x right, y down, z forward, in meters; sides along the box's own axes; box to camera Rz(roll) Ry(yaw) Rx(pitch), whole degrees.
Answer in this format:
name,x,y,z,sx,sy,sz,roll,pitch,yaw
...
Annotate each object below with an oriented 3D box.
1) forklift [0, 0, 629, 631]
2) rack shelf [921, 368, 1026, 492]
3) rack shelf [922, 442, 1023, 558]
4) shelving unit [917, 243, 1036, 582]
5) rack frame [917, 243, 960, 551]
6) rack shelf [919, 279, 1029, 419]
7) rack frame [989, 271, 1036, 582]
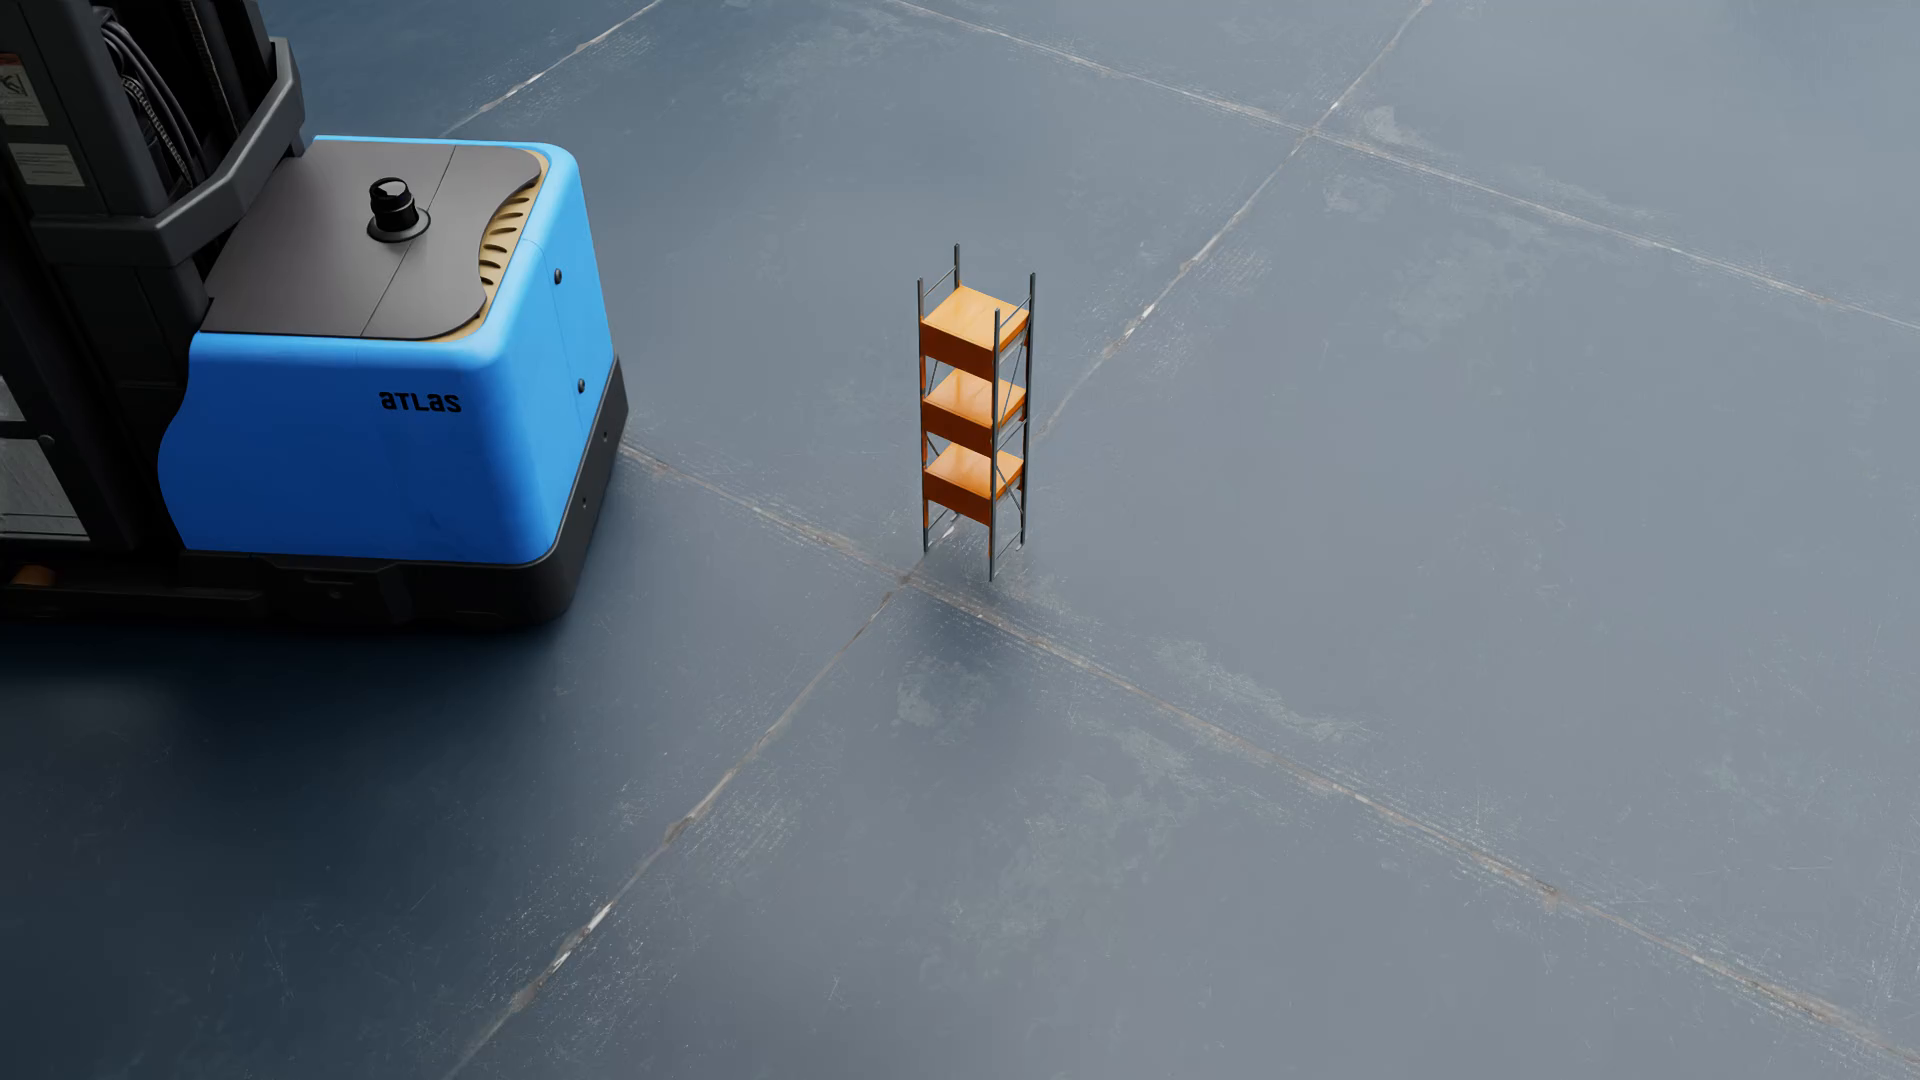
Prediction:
name,x,y,z,sx,sy,sz,roll,pitch,yaw
forklift,-2.648,-1.164,4.337,3.031,2.935,1.130,3,46,3
rack shelf,0.045,-0.338,4.861,0.240,0.259,0.215,25,51,22
rack shelf,0.045,-0.144,5.060,0.240,0.259,0.215,25,51,22
shelving unit,0.045,-0.345,4.853,0.252,1.050,0.215,25,51,22
rack frame,-0.058,-0.392,4.899,0.008,1.050,0.200,25,51,22
rack shelf,0.045,-0.536,4.657,0.240,0.259,0.215,25,51,22
rack frame,0.148,-0.298,4.807,0.008,1.050,0.200,25,51,22
